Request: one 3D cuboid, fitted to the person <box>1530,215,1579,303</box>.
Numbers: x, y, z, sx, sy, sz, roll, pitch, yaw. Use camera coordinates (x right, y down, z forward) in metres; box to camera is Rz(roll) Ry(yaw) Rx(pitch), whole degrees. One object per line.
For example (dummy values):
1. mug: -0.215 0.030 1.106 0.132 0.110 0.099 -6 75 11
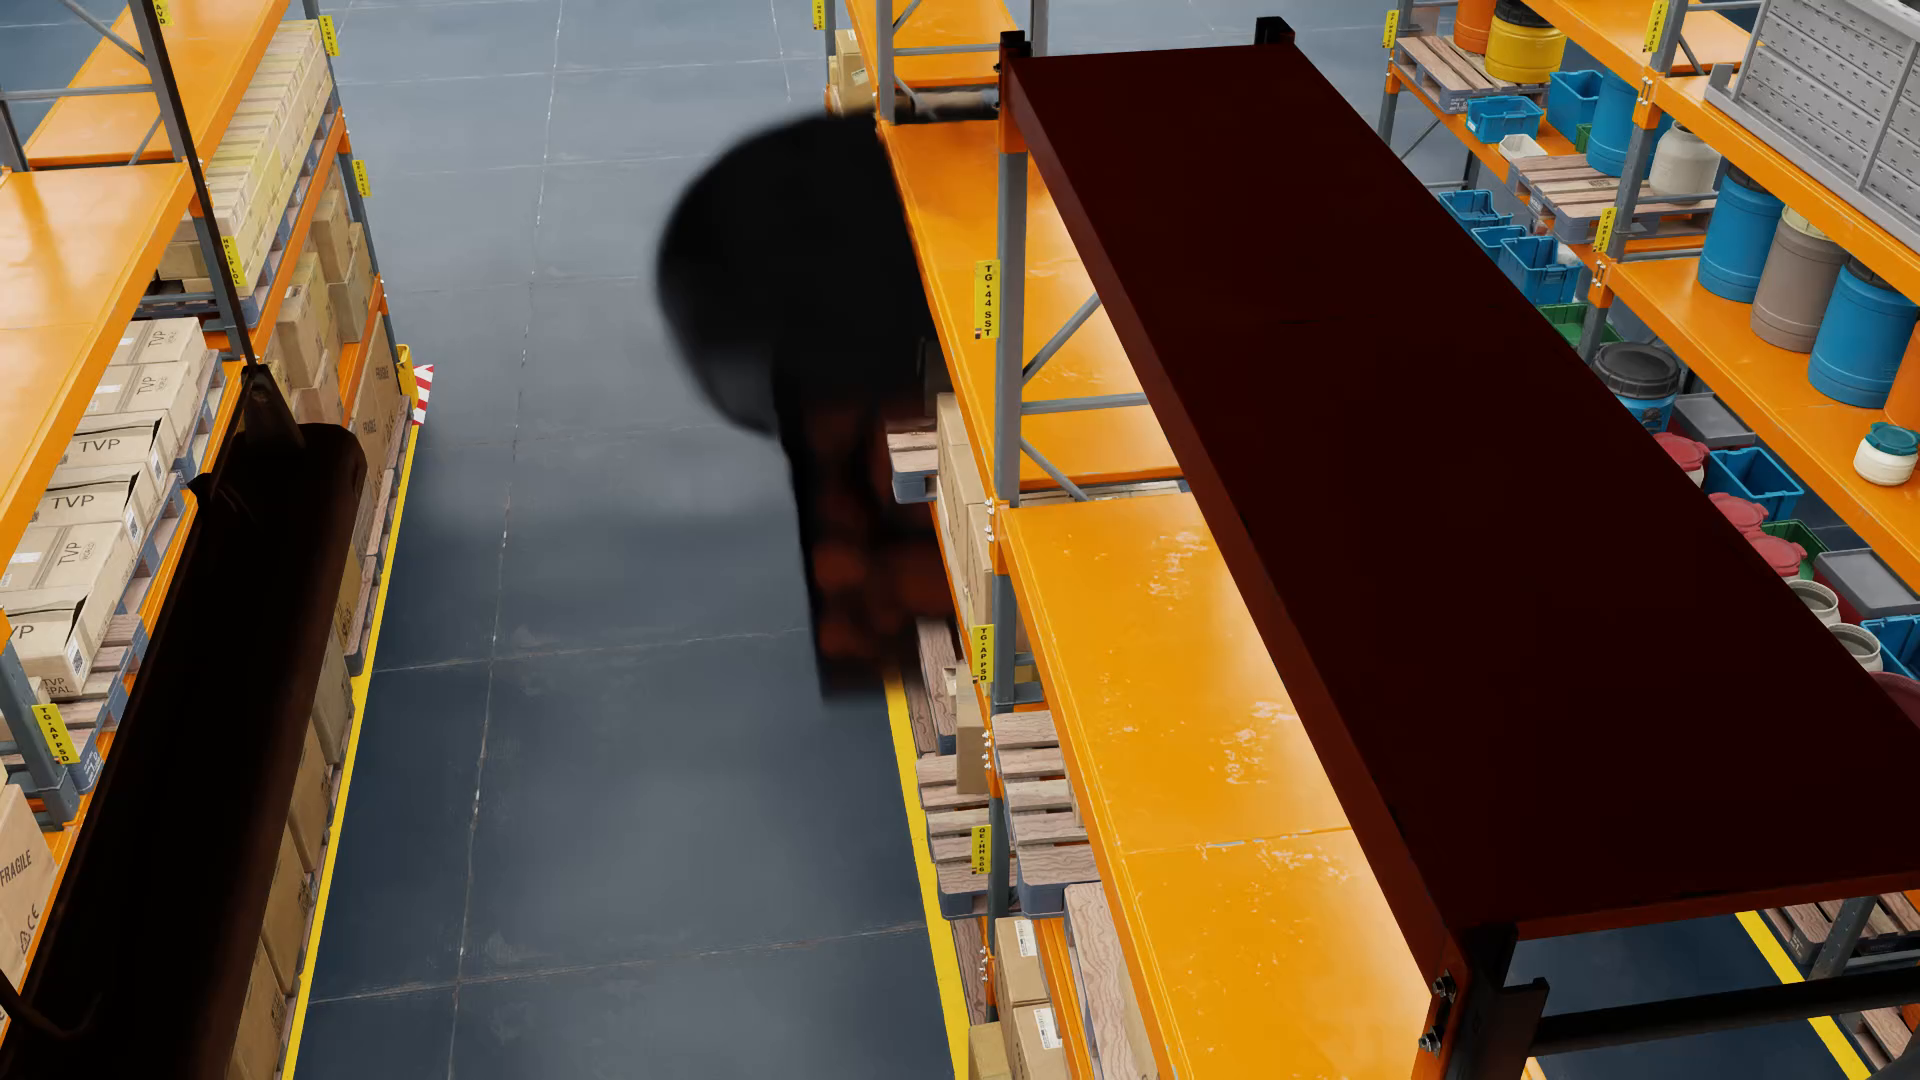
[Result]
1. person: 5.716 -2.794 15.904 0.669 1.595 0.810 -28 45 -33
